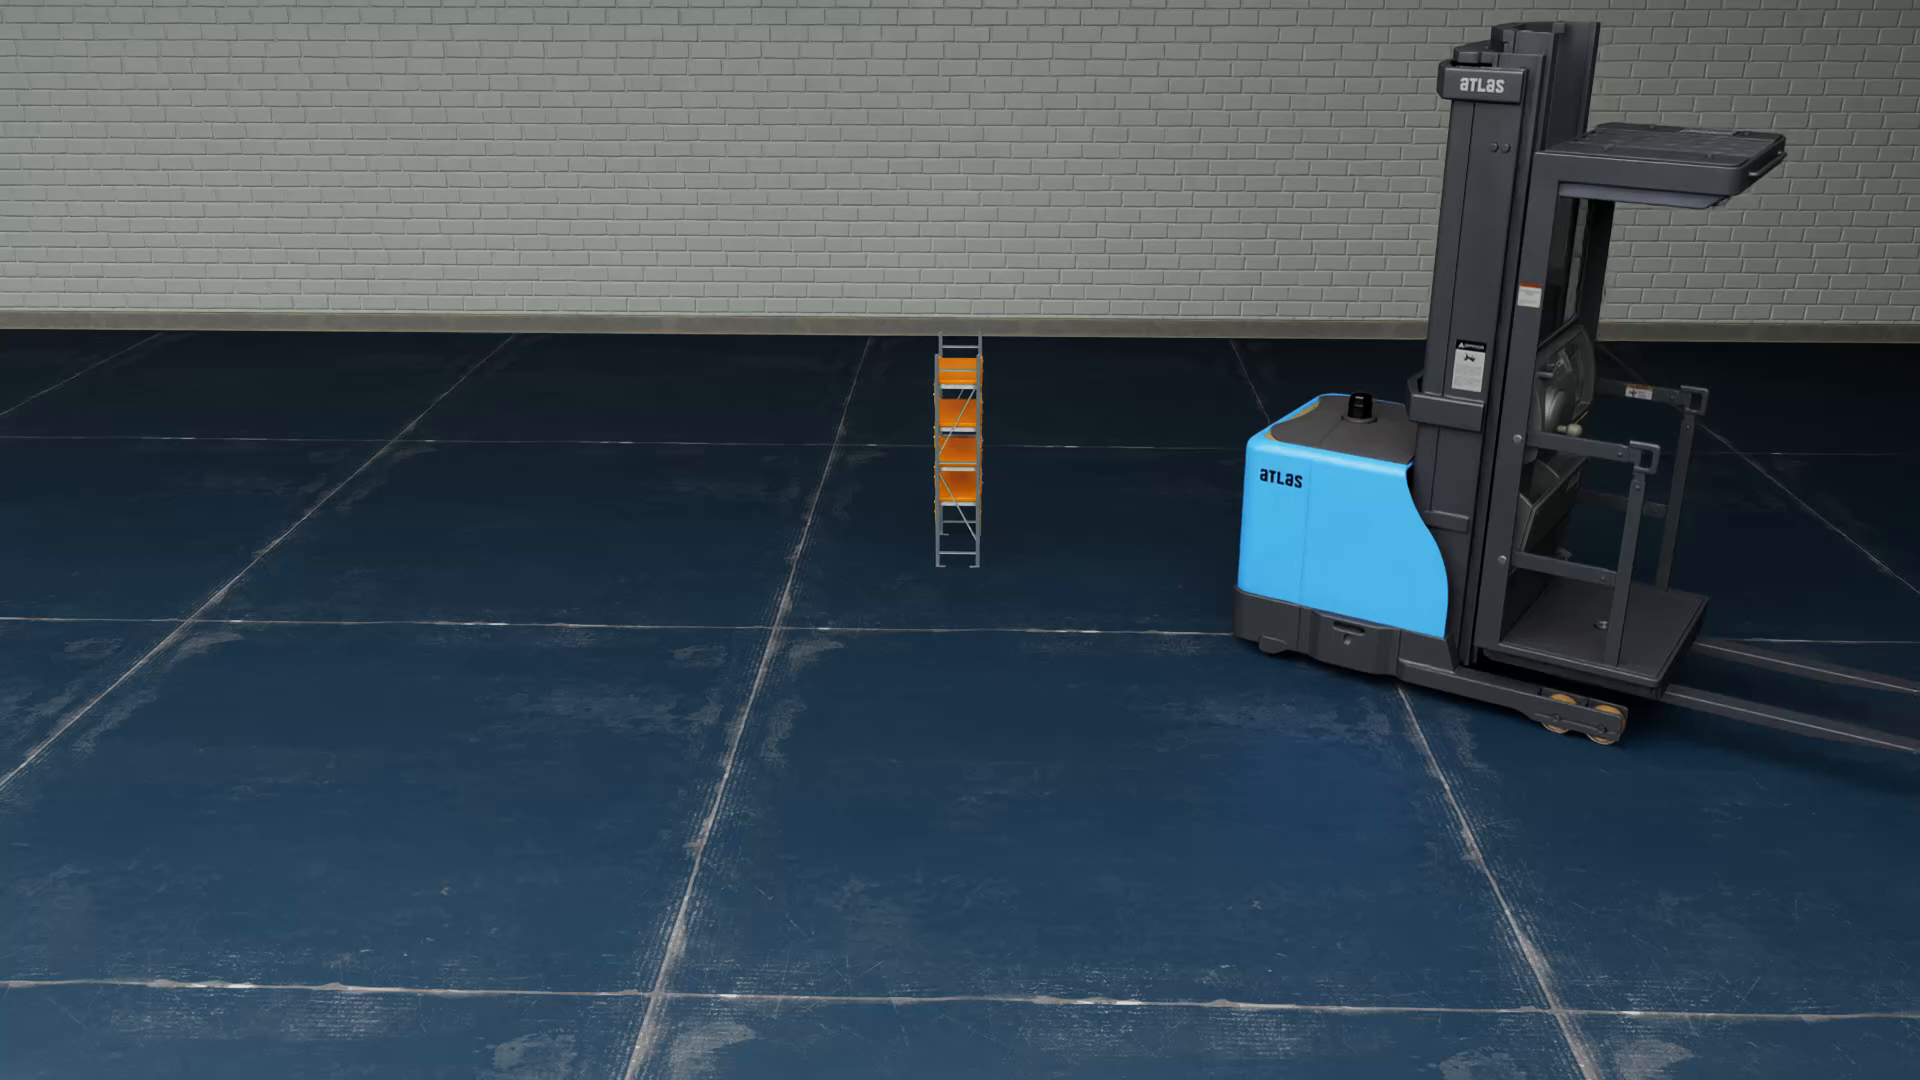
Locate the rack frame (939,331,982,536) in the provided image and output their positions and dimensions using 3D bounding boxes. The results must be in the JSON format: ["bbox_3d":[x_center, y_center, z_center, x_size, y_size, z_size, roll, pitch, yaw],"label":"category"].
[{"bbox_3d":[0.002,-0.588,9.385,0.240,1.200,0.015,1,21,2],"label":"rack frame"}]

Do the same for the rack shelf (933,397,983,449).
[{"bbox_3d":[-0.005,-0.645,9.101,0.258,0.148,0.480,1,21,2],"label":"rack shelf"}]

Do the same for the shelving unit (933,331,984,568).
[{"bbox_3d":[-0.005,-0.500,9.158,0.258,1.200,0.503,1,21,2],"label":"shelving unit"}]

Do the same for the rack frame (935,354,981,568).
[{"bbox_3d":[-0.012,-0.411,8.930,0.240,1.200,0.015,1,21,2],"label":"rack frame"}]

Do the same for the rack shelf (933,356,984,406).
[{"bbox_3d":[-0.005,-0.866,9.015,0.258,0.148,0.480,1,21,2],"label":"rack shelf"}]

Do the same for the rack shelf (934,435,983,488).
[{"bbox_3d":[-0.005,-0.437,9.182,0.258,0.148,0.480,1,21,2],"label":"rack shelf"}]

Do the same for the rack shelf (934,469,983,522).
[{"bbox_3d":[-0.005,-0.252,9.254,0.258,0.148,0.480,1,21,2],"label":"rack shelf"}]

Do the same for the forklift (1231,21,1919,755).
[{"bbox_3d":[2.847,-0.696,7.271,3.031,2.935,1.130,13,25,31],"label":"forklift"}]
